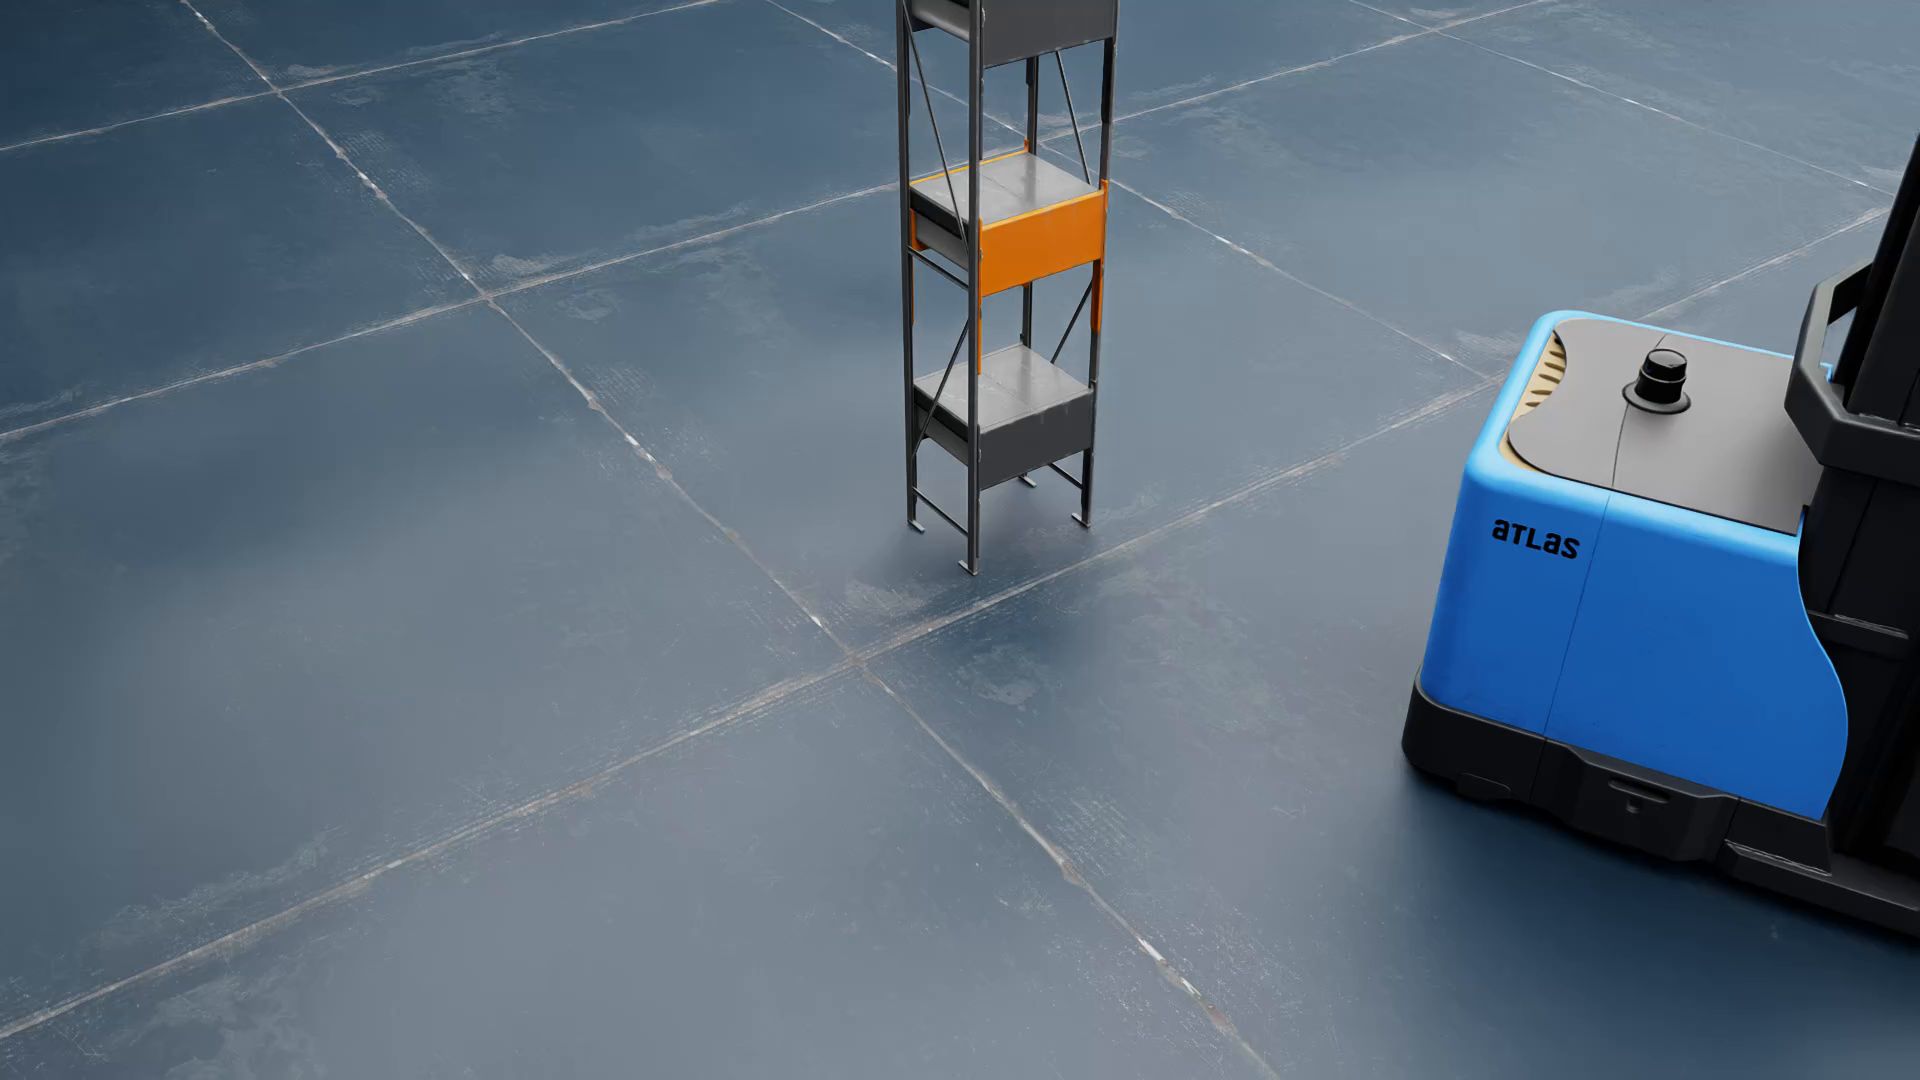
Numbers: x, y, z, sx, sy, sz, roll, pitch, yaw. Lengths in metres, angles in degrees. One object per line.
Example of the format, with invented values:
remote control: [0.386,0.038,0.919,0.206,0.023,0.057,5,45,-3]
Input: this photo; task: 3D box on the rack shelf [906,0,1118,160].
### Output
rack shelf: [0.135,-1.465,4.814,0.480,0.518,0.431,-22,41,-28]

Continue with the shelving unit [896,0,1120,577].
shelving unit: [0.135,-0.908,5.214,0.503,2.100,0.431,-22,41,-28]

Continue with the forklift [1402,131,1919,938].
forklift: [2.823,-0.366,3.749,3.031,2.935,1.130,17,39,22]

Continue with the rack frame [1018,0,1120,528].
rack frame: [0.335,-0.990,5.328,0.015,2.100,0.400,-22,41,-28]

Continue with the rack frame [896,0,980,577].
rack frame: [-0.064,-0.826,5.100,0.015,2.100,0.400,-22,41,-28]

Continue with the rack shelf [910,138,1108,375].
rack shelf: [0.135,-0.897,5.222,0.480,0.518,0.431,-22,41,-28]

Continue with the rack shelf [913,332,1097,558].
rack shelf: [0.135,-0.329,5.631,0.480,0.518,0.431,-22,41,-28]
